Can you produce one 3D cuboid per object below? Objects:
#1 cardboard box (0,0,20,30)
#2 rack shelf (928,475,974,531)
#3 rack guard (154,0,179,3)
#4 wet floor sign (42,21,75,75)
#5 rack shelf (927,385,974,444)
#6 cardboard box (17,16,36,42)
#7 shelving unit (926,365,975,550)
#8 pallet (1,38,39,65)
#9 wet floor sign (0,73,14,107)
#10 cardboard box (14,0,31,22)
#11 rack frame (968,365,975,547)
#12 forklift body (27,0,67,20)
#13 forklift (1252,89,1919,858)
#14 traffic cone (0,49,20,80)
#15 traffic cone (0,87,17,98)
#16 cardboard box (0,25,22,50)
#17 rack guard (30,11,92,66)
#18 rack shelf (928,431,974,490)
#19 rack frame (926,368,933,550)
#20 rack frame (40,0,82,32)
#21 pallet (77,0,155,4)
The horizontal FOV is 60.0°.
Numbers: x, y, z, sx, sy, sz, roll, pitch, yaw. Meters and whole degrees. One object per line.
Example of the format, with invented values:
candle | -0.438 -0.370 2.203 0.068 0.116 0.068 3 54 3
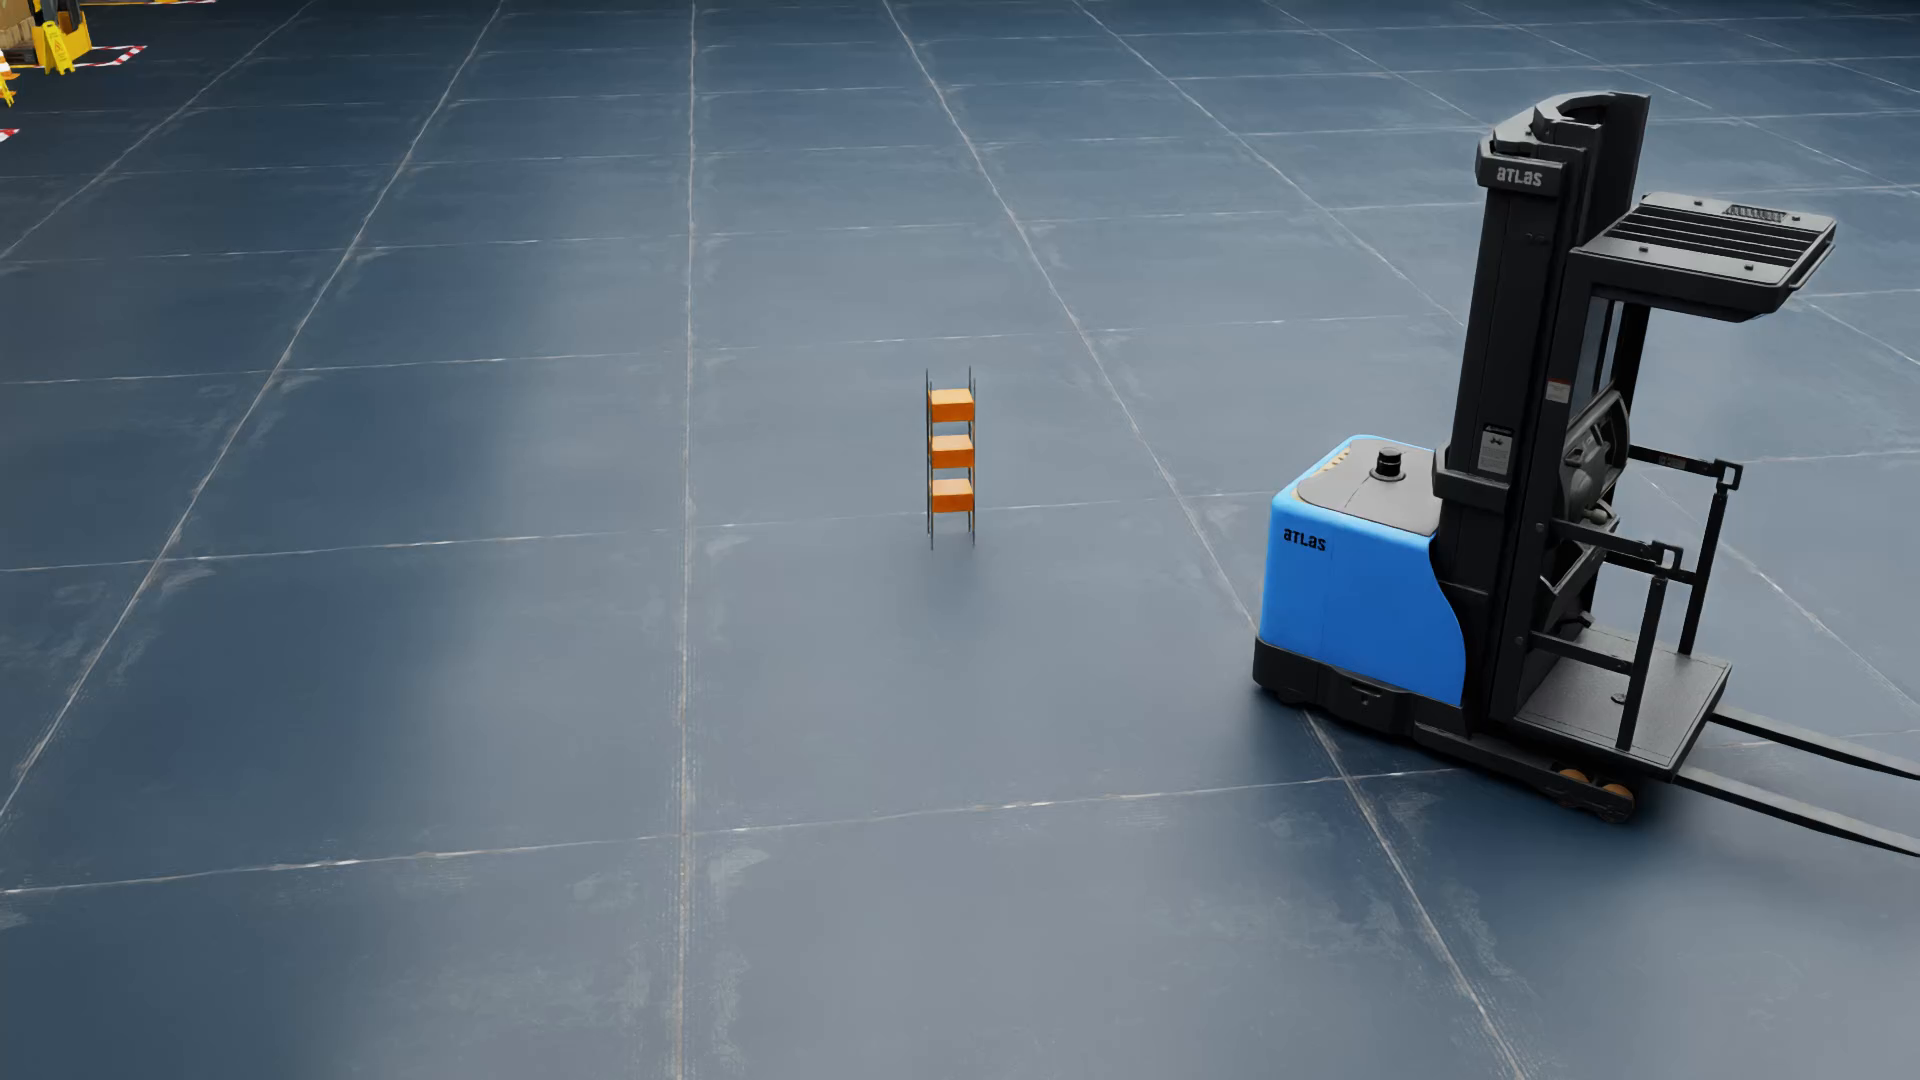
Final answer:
cardboard box | -12.755 -6.992 21.822 0.500 0.500 0.500 -4 27 -7
rack shelf | -0.053 -0.207 9.635 0.240 0.259 0.215 -4 27 -7
rack guard | -12.670 -8.997 26.737 0.348 0.500 1.175 -4 27 -7
wet floor sign | -11.661 -6.345 21.409 0.232 0.644 0.267 6 28 11
rack shelf | -0.053 -0.707 9.379 0.240 0.259 0.215 -4 27 -7
cardboard box | -12.836 -6.901 22.466 0.500 0.250 0.500 -4 27 -8
shelving unit | -0.053 -0.464 9.504 0.252 1.050 0.215 -4 27 -7
pallet | -12.883 -6.583 22.348 1.213 0.211 1.003 -4 27 -7
wet floor sign | -11.456 -5.482 19.728 0.232 0.644 0.267 -8 28 -16
cardboard box | -12.859 -7.233 22.292 0.500 0.500 0.500 -5 28 -9
rack frame | 0.068 -0.471 9.519 0.008 1.050 0.200 -4 27 -7
forklift body | -14.317 -8.785 24.515 1.214 2.155 2.313 -4 27 -7
forklift | 2.945 -0.335 7.193 3.031 2.935 1.130 18 32 31
traffic cone | -12.244 -6.125 21.180 0.334 0.463 0.336 -4 27 -7
traffic cone | -11.753 -5.645 20.244 0.334 0.463 0.336 -4 27 -7
cardboard box | -12.785 -6.653 21.982 0.500 0.250 0.500 -4 27 -7
rack guard | -12.073 -6.747 22.352 0.348 0.500 1.175 -4 27 -7
rack shelf | -0.053 -0.454 9.509 0.240 0.259 0.215 -4 27 -7
rack frame | -0.174 -0.456 9.489 0.008 1.050 0.200 -4 27 -7
rack frame | -11.998 -7.864 21.791 0.127 3.000 1.000 -4 27 -7
pallet | -13.445 -8.800 26.668 1.213 0.211 1.003 -4 27 -7
